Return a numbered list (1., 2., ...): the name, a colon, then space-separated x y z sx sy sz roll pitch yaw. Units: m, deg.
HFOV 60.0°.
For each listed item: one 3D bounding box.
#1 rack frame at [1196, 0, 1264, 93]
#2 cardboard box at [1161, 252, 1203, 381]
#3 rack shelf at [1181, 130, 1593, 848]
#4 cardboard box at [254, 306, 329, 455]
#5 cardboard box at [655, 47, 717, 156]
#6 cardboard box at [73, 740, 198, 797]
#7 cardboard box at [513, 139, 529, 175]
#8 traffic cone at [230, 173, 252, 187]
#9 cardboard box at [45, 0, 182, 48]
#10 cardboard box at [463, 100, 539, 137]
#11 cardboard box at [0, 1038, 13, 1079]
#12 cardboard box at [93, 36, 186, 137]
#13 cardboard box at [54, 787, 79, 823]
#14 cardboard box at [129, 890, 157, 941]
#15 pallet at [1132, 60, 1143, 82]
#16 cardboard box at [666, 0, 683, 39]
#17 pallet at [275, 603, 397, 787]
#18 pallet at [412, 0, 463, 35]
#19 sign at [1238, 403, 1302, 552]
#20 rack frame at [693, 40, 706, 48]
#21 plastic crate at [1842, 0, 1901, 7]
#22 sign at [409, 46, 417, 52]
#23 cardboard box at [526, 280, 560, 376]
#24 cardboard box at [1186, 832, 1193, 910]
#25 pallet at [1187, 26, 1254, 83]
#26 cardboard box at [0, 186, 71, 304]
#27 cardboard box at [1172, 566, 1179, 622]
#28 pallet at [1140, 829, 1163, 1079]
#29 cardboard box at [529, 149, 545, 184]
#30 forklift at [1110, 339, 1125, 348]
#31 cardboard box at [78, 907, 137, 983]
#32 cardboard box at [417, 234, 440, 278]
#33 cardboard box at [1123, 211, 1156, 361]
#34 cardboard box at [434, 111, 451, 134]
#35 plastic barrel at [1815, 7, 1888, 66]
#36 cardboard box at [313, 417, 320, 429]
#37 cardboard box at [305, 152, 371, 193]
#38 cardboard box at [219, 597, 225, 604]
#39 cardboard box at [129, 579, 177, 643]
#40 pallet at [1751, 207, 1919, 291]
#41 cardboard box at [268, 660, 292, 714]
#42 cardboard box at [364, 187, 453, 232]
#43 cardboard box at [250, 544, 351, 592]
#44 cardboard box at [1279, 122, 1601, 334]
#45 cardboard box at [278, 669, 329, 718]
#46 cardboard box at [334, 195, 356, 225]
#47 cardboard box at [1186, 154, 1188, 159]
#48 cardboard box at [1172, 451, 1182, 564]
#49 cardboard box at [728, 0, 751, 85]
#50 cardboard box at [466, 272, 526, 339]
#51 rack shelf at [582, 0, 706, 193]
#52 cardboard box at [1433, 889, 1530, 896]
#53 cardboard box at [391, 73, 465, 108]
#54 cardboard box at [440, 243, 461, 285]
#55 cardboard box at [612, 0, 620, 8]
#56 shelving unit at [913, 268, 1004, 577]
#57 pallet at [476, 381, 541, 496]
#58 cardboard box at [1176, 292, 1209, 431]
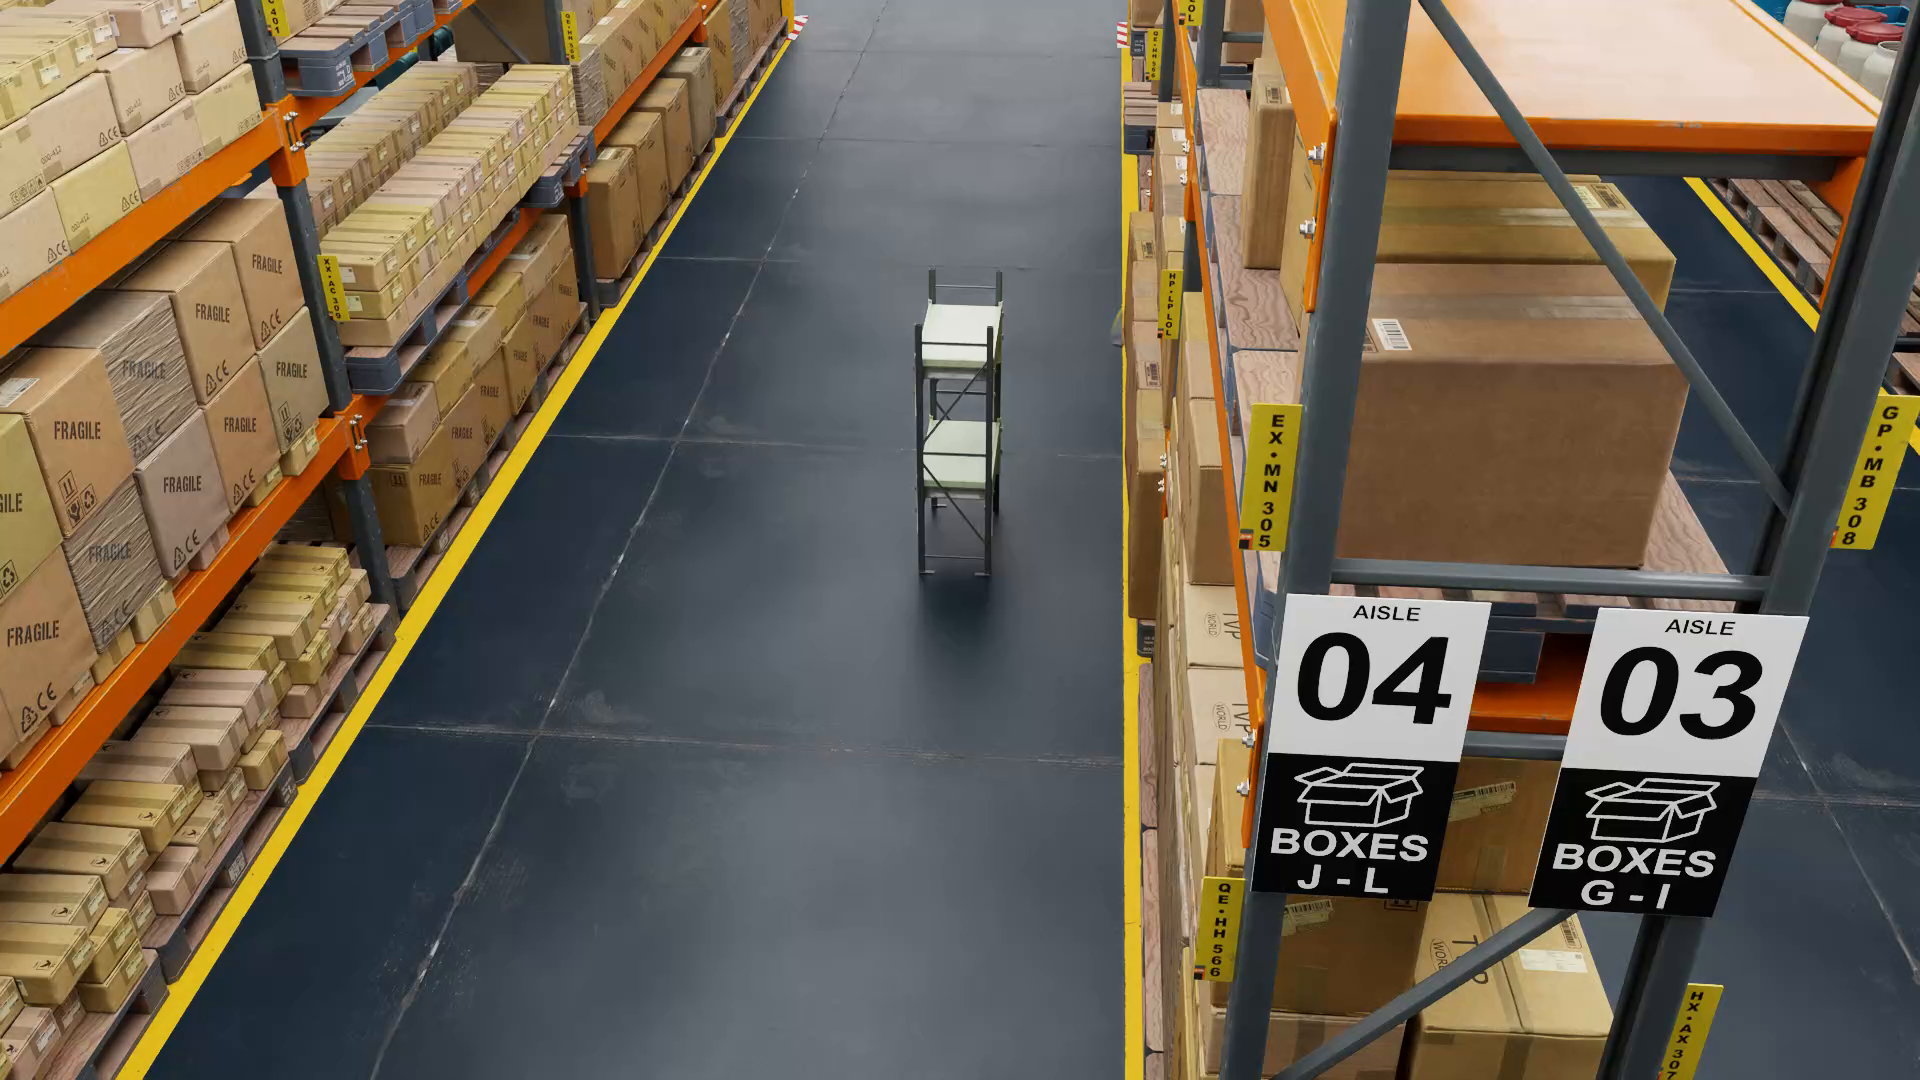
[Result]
1. rack frame: 1.470 -3.113 6.005 1.000 3.000 0.127 2 32 4
2. cardboard box: 1.283 -1.116 8.387 0.500 0.500 0.500 3 32 6
3. rack shelf: 1.307 -0.484 5.283 1.077 0.370 4.000 2 32 4
4. cardboard box: -3.223 -0.728 7.474 0.500 0.500 0.500 3 32 4
5. cardboard box: -2.775 -3.900 14.743 1.050 0.750 0.750 2 32 4
6. cardboard box: -3.397 0.965 6.855 0.380 0.149 0.250 3 32 4
7. cardboard box: -2.808 -2.298 9.956 0.380 0.149 0.250 2 32 4
8. traffic cone: -6.461 -3.377 14.570 0.336 0.463 0.334 2 32 4
9. cardboard box: -3.207 -1.976 6.305 0.380 0.149 0.250 2 32 4
10. cardboard box: -2.784 -2.557 10.092 0.380 0.149 0.250 3 32 5
11. cardboard box: -3.409 1.790 5.517 0.380 0.149 0.250 1 32 2
12. cardboard box: -3.303 -1.726 6.279 0.500 0.250 0.500 1 32 2
13. cardboard box: -3.928 1.066 6.975 0.380 0.149 0.250 3 32 4
14. cardboard box: -3.420 1.505 6.545 0.380 0.149 0.250 3 32 4
15. pallet: 2.238 -4.548 16.708 1.003 0.211 1.213 2 32 4
16. cardboard box: -2.631 -4.501 13.880 0.500 0.500 0.500 2 32 3
17. pallet: -3.484 0.716 8.167 1.003 0.211 1.213 2 32 4
18. pallet: -3.227 -2.882 8.667 1.213 0.211 1.003 2 32 4
19. sign: 0.605 -0.118 3.235 0.100 0.325 0.005 2 32 4
20. rack frame: -2.814 -5.007 14.796 1.000 3.000 0.127 2 32 4
21. plastic crate: 7.324 -4.292 13.574 0.402 0.464 0.583 2 32 4
22. sign: -3.693 -3.430 11.134 0.100 0.325 0.005 2 32 4
23. cardboard box: -2.978 -1.403 10.931 0.500 0.500 0.500 4 32 6
24. cardboard box: 0.908 1.041 5.222 0.380 0.149 0.250 3 32 5
25. pallet: 1.496 -2.236 7.623 0.805 0.209 1.217 1 32 2
26. cardboard box: -3.370 -0.984 5.551 0.500 0.250 0.500 2 32 4
27. cardboard box: 1.032 0.235 6.530 0.380 0.149 0.250 2 32 3
28. pallet: 1.234 1.662 6.632 1.003 0.211 1.213 2 32 4
29. cardboard box: -2.788 -2.315 10.267 0.380 0.149 0.250 2 32 3
30. forklift: 2.568 -2.371 10.583 3.031 2.935 1.130 7 32 11
31. cardboard box: -3.353 1.511 6.253 0.380 0.149 0.250 3 32 6
32. cardboard box: -2.935 -1.479 8.627 0.380 0.149 0.250 3 32 5
33. cardboard box: 1.719 -1.565 10.836 1.225 0.875 0.875 1 32 2
34. cardboard box: -3.417 -2.588 10.427 0.380 0.149 0.250 2 32 2
35. plastic barrel: 6.702 -3.714 12.568 0.433 0.535 0.433 0 32 0
36. cardboard box: -3.255 -0.558 7.815 0.380 0.149 0.250 2 32 3
37. cardboard box: -3.520 -2.049 9.268 0.380 0.149 0.250 1 32 2
38. cardboard box: -3.781 0.271 7.982 0.380 0.149 0.250 4 32 6
39. cardboard box: -3.311 0.263 6.484 0.380 0.149 0.250 3 32 5
40. pallet: 6.936 -2.292 13.048 1.003 0.211 1.213 2 32 4
41. cardboard box: -3.306 0.673 7.613 0.380 0.149 0.250 3 32 4
42. cardboard box: -2.912 -1.746 8.776 0.380 0.149 0.250 2 32 3
43. cardboard box: -3.235 0.155 8.170 0.380 0.149 0.250 3 32 5
44. cardboard box: 1.293 -0.844 4.591 0.700 0.500 0.500 0 32 1
45. cardboard box: -3.219 0.704 7.846 0.380 0.149 0.250 1 32 2
46. cardboard box: -3.546 -1.785 9.124 0.380 0.149 0.250 1 32 1
47. cardboard box: 1.616 -2.047 8.942 0.797 0.503 0.637 3 32 6
48. cardboard box: 1.125 -0.128 6.738 0.500 0.250 0.500 2 32 4
49. cardboard box: -2.623 -5.079 16.537 0.875 0.875 0.875 3 32 4
50. cardboard box: -3.021 -1.451 10.293 0.500 0.250 0.500 3 32 5
51. rack shelf: -2.977 -3.655 13.288 1.077 0.370 4.000 2 32 4
52. cardboard box: 1.488 0.958 4.976 0.500 0.250 0.500 2 32 3
53. cardboard box: -3.389 -2.867 10.595 0.380 0.149 0.250 2 32 3
54. cardboard box: -2.912 -1.489 8.927 0.380 0.149 0.250 3 32 4
55. cardboard box: -2.972 -4.418 12.792 0.700 0.500 0.500 2 32 3
56. shelving unit: 0.001 -0.642 9.142 0.431 1.500 0.755 2 32 4
57. pallet: -3.306 -0.684 10.438 1.003 0.211 1.213 2 32 4
58. cardboard box: 1.176 -0.702 6.954 0.500 0.500 0.500 2 32 4
